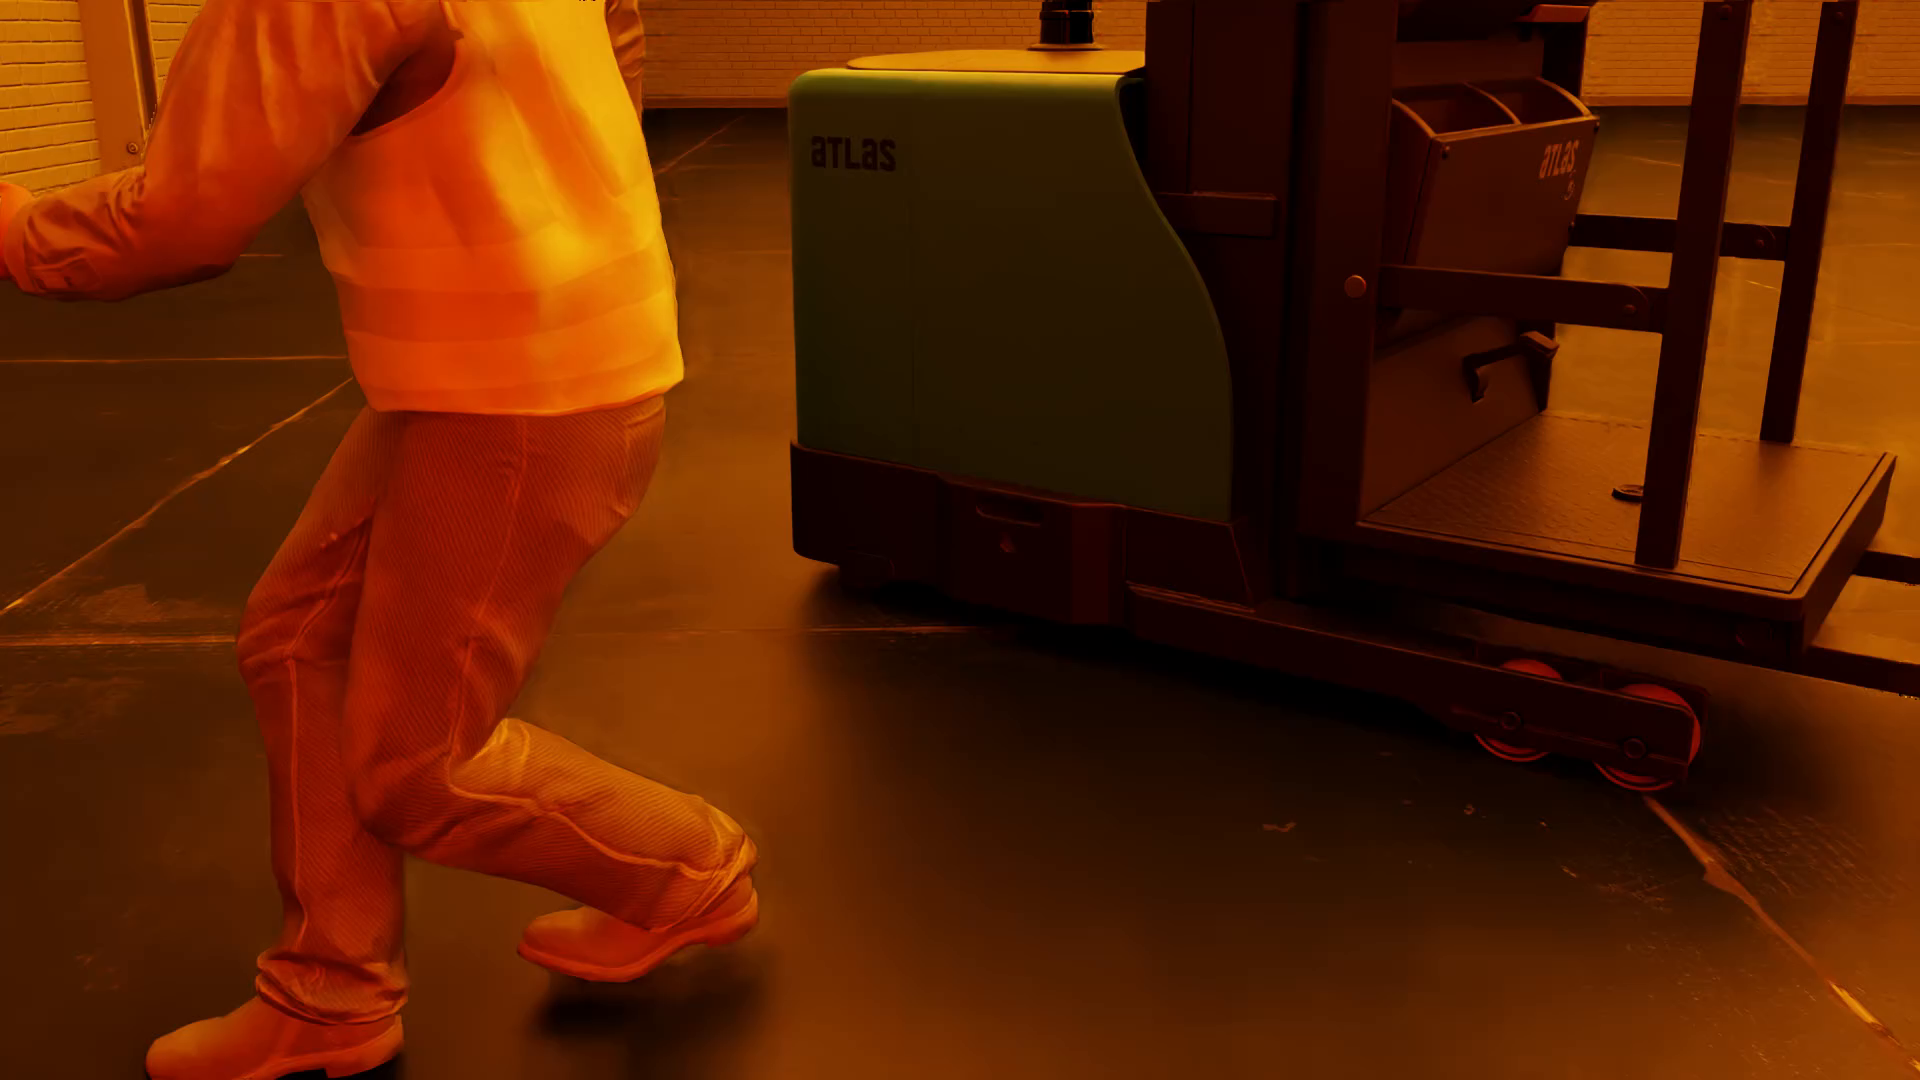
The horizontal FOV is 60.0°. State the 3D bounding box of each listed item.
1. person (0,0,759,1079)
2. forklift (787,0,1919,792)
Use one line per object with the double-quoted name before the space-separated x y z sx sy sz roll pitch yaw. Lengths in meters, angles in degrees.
"person" -0.658 -0.220 1.877 0.807 1.648 0.818 -3 17 -9
"forklift" 1.138 -1.182 2.770 3.031 2.935 1.130 12 20 33
